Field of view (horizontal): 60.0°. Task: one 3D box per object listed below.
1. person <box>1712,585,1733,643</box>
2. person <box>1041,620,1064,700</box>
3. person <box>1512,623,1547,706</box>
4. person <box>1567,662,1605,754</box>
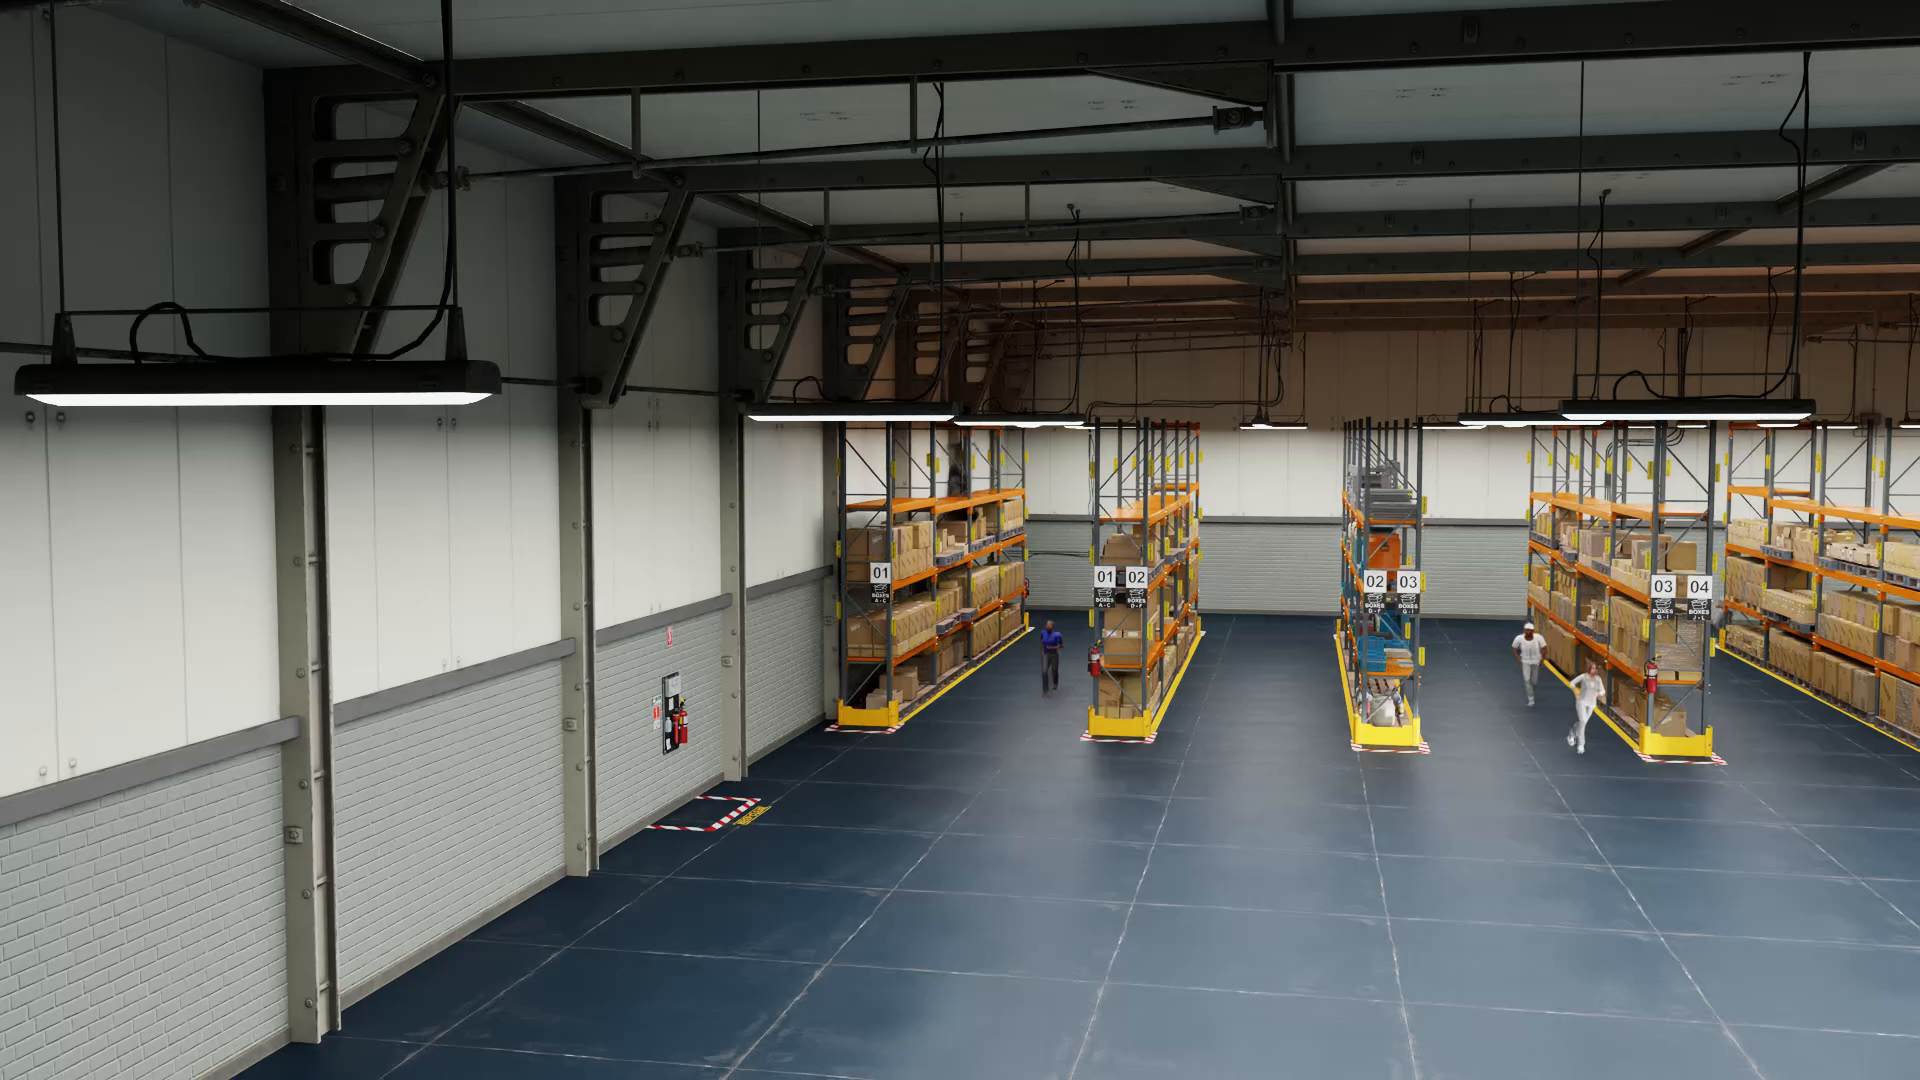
[{"bbox_3d":[20.773,1.998,45.035,0.705,1.713,0.614,0,4,-5],"label":"person"},{"bbox_3d":[1.997,2.579,36.055,0.531,1.708,0.994,1,4,11],"label":"person"},{"bbox_3d":[12.029,2.603,35.156,0.708,1.746,0.908,1,4,12],"label":"person"},{"bbox_3d":[11.292,3.006,29.969,0.552,1.611,0.752,0,4,-5],"label":"person"}]
